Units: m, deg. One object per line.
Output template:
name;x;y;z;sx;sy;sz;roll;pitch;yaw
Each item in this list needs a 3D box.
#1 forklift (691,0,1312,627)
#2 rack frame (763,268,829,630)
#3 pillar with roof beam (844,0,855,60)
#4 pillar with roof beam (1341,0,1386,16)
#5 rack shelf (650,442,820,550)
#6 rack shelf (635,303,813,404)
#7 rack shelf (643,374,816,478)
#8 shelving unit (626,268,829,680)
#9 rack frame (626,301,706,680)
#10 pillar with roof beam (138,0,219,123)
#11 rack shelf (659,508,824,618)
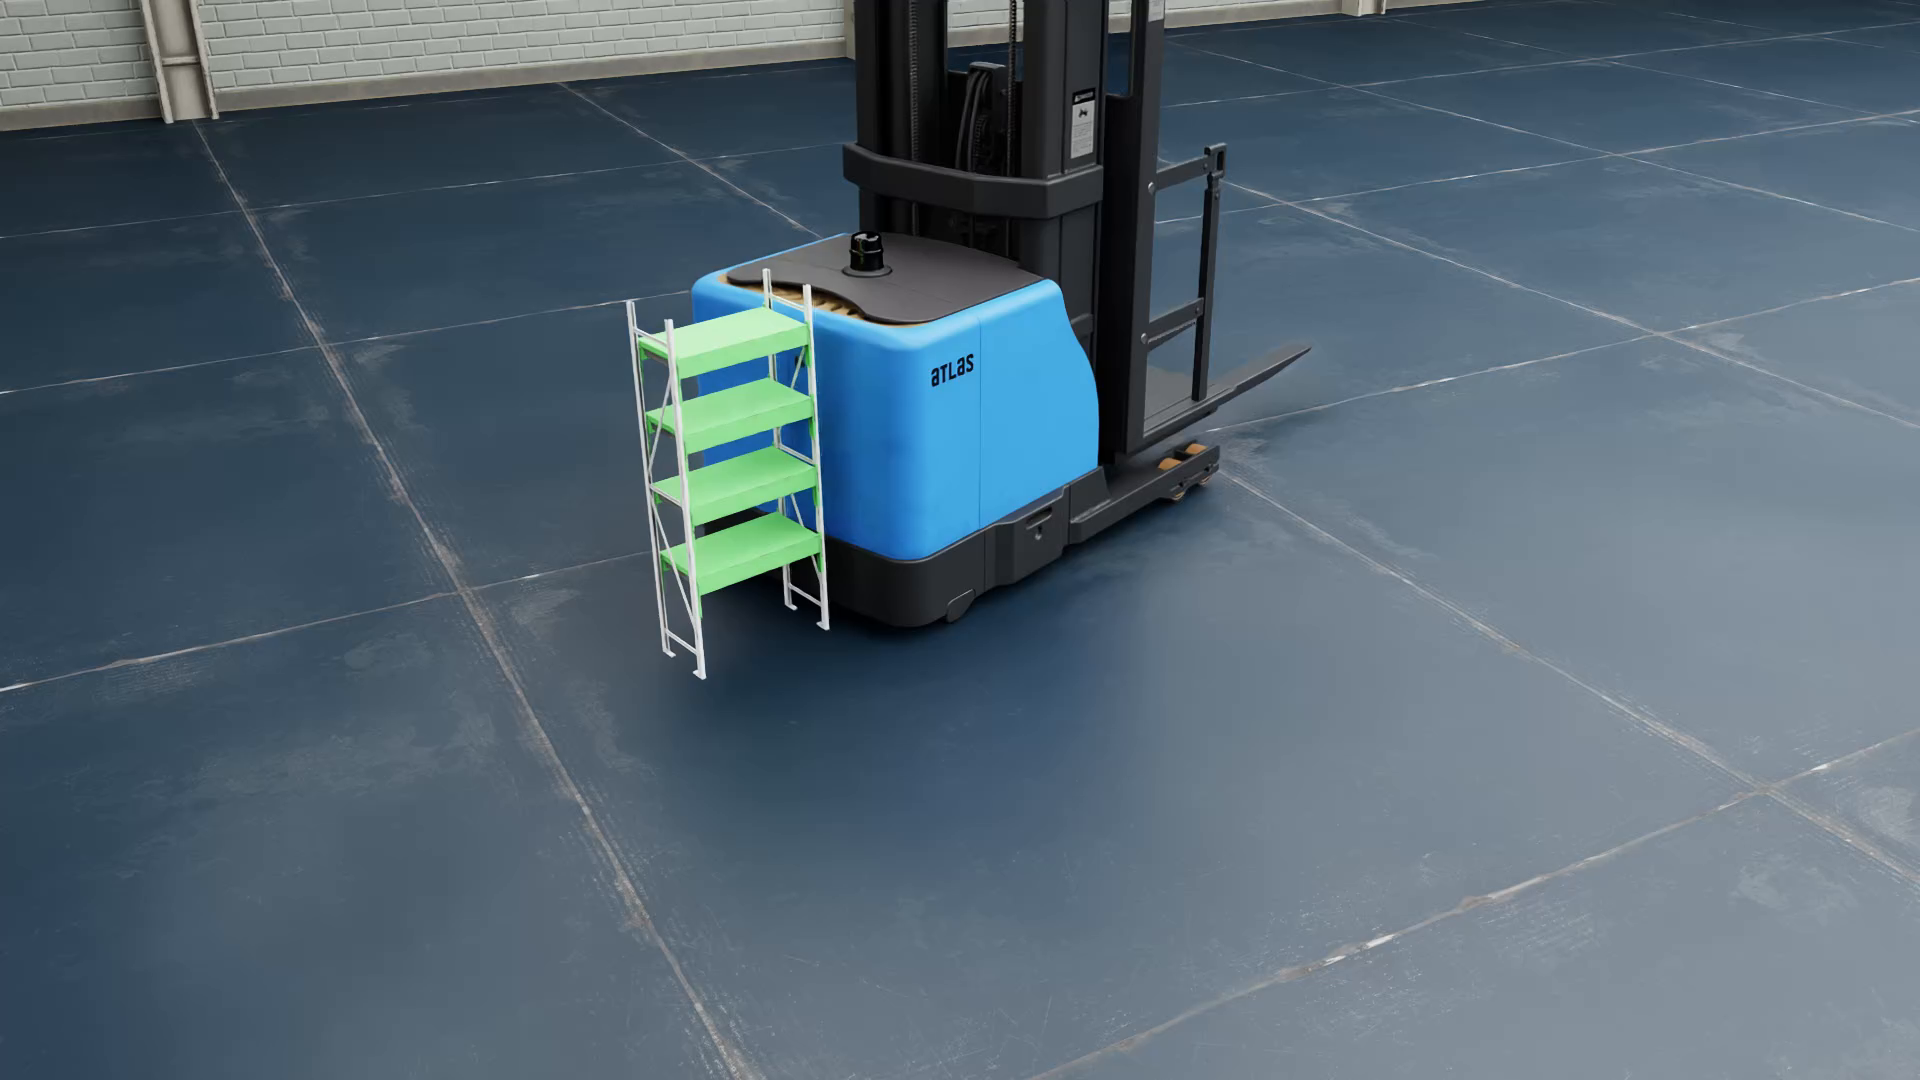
forklift;0.395;-1.599;6.195;1.130;2.935;3.031;19;32;35
rack frame;-0.531;-0.276;5.420;0.015;1.200;0.240;-21;33;-35
pillar with roof beam;1.175;-7.010;10.454;0.400;9.000;9.100;-13;29;-25
pillar with roof beam;6.470;-8.232;12.999;0.400;9.000;9.100;-13;29;-25
rack shelf;-0.717;-0.147;5.308;0.480;0.148;0.258;-21;33;-35
rack shelf;-0.723;-0.578;5.096;0.480;0.148;0.258;-21;33;-35
rack shelf;-0.720;-0.363;5.202;0.480;0.148;0.258;-21;33;-35
shelving unit;-0.718;-0.205;5.280;0.503;1.200;0.258;-21;33;-35
rack frame;-0.904;-0.133;5.140;0.015;1.200;0.240;-21;33;-35
pillar with roof beam;-4.119;-5.788;7.909;0.400;9.000;9.100;-13;29;-25
rack shelf;-0.714;0.068;5.415;0.480;0.148;0.258;-21;33;-35
